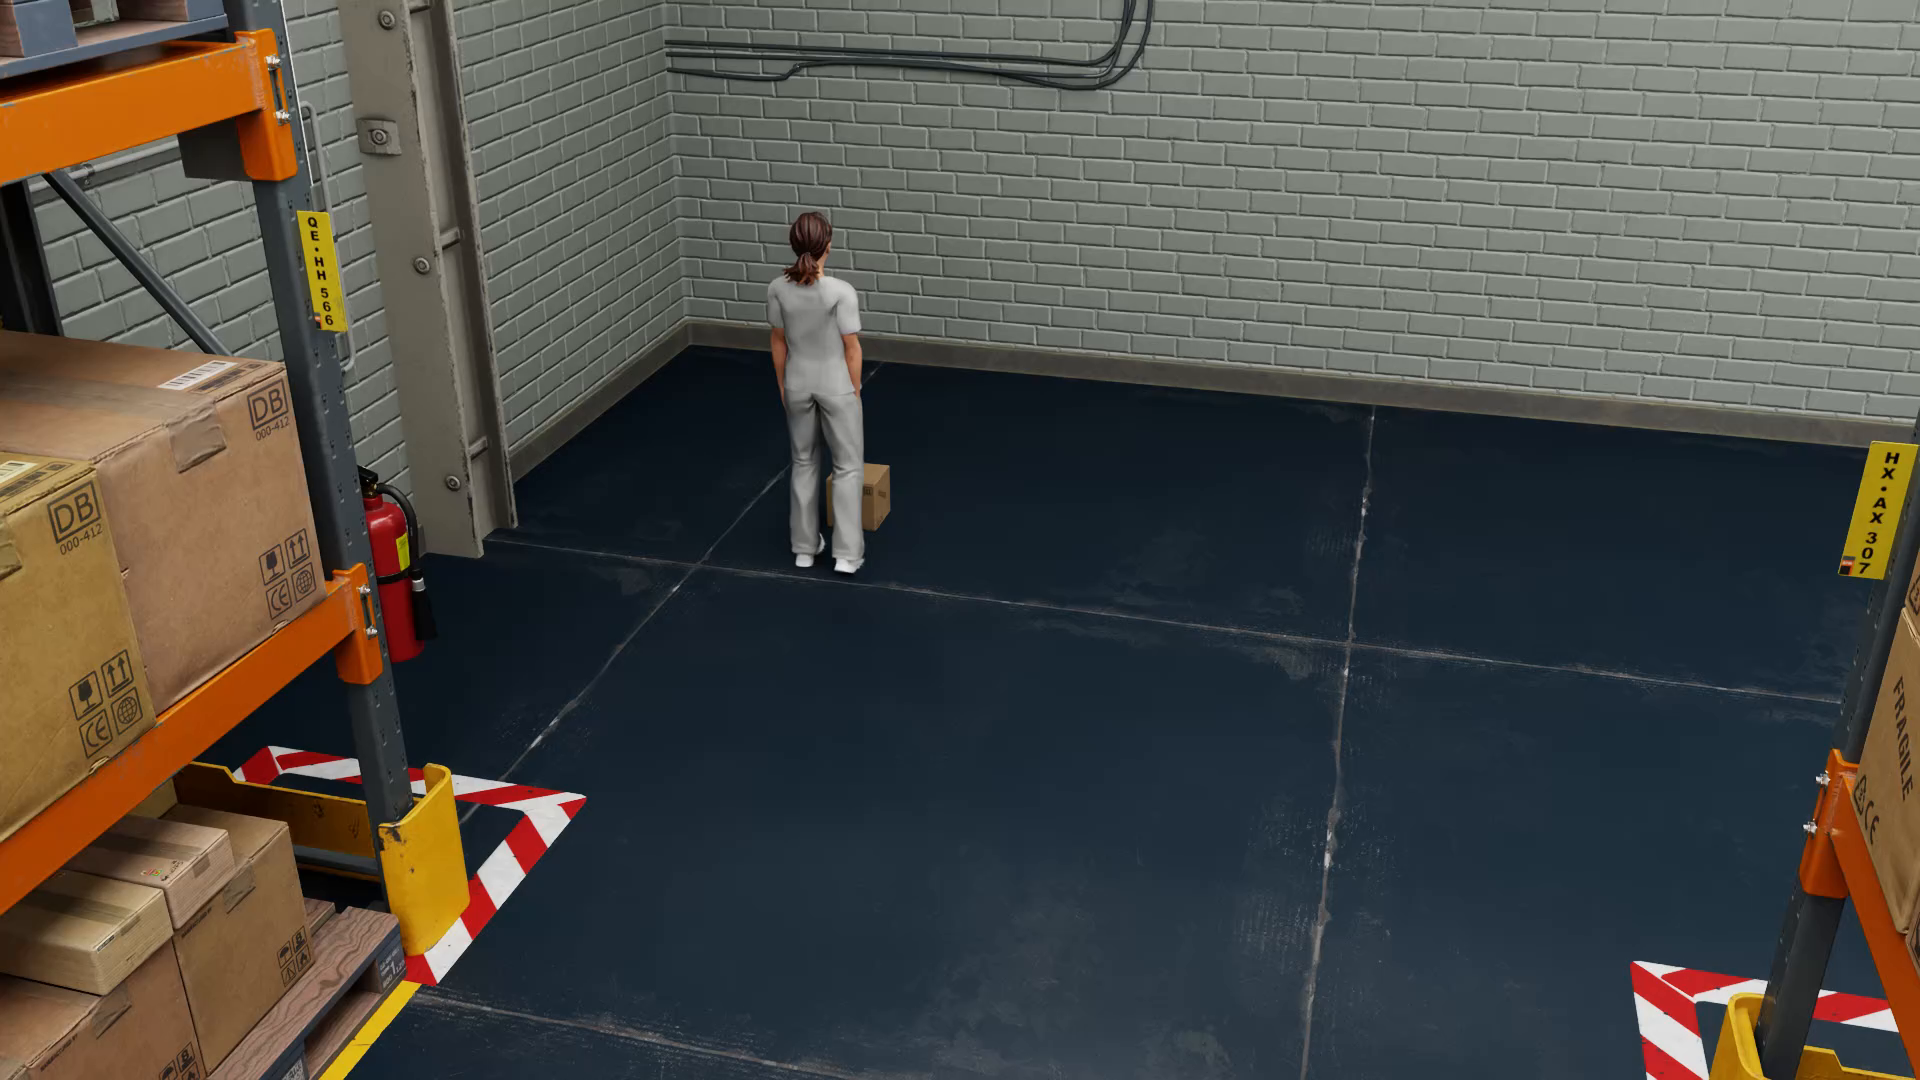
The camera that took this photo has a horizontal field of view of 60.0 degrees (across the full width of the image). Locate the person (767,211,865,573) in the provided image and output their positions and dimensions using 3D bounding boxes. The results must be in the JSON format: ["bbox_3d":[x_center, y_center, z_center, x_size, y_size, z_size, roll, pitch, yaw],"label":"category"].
[{"bbox_3d":[-0.636,-0.635,7.518,0.437,1.717,0.352,7,26,14],"label":"person"}]
